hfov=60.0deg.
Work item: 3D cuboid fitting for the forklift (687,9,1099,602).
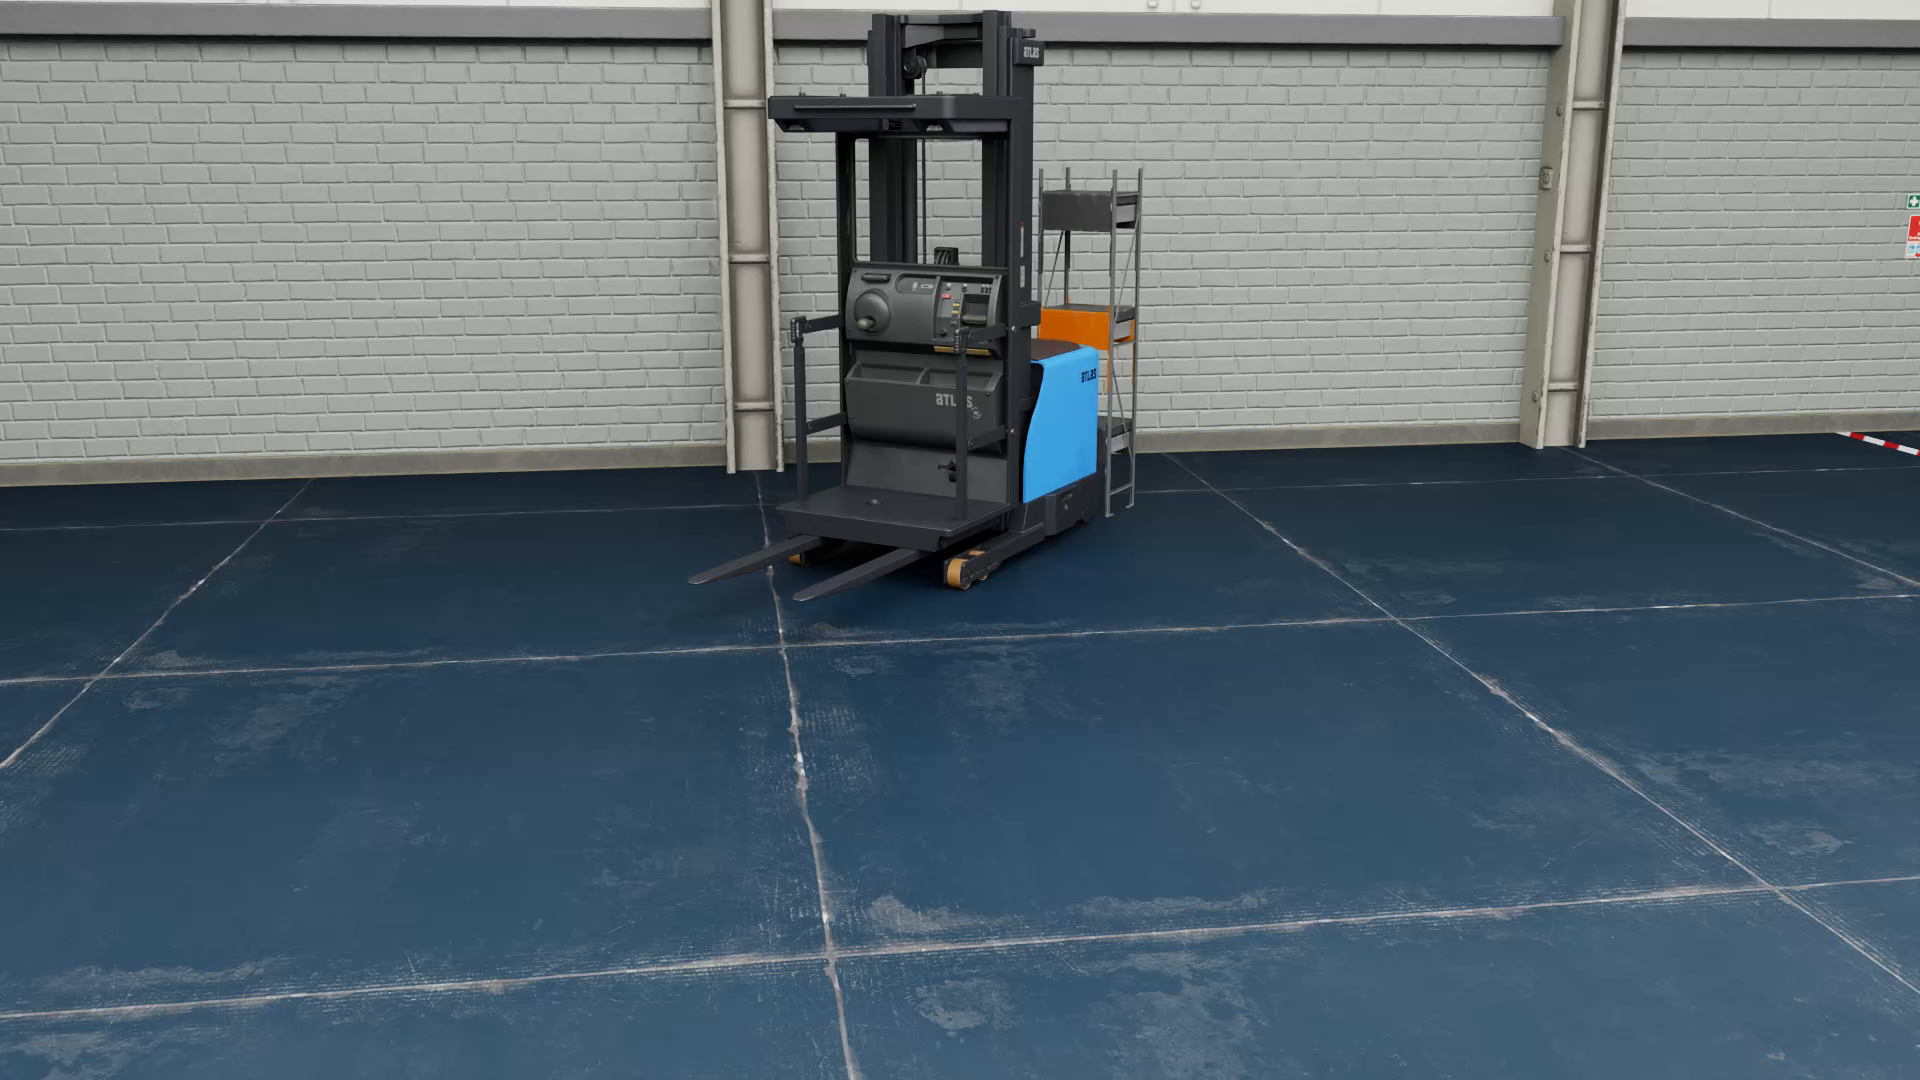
[{"bbox_3d":[-0.301,-1.287,8.828,1.130,2.935,3.031,8,16,28],"label":"forklift"}]

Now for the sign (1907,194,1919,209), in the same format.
[{"bbox_3d":[7.413,-2.596,12.745,0.331,0.109,0.001,-2,14,-8],"label":"sign"}]

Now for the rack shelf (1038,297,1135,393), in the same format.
[{"bbox_3d":[0.791,-1.212,10.295,0.480,0.518,0.431,8,16,29],"label":"rack shelf"}]

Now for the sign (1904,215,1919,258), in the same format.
[{"bbox_3d":[7.408,-2.341,12.817,0.234,0.329,0.001,-2,14,-8],"label":"sign"}]

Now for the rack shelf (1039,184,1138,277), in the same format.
[{"bbox_3d":[0.791,-1.891,10.125,0.480,0.518,0.431,8,16,29],"label":"rack shelf"}]

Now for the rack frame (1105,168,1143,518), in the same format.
[{"bbox_3d":[1.002,-1.196,10.174,0.015,2.100,0.400,8,16,29],"label":"rack frame"}]

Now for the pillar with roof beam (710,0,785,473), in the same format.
[{"bbox_3d":[-0.806,-3.839,6.530,0.400,9.000,9.100,-2,14,-8],"label":"pillar with roof beam"}]

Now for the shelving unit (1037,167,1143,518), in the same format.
[{"bbox_3d":[0.791,-1.225,10.292,0.503,2.100,0.431,8,16,29],"label":"shelving unit"}]

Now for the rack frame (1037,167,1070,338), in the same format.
[{"bbox_3d":[0.579,-1.255,10.410,0.015,2.100,0.400,8,16,29],"label":"rack frame"}]

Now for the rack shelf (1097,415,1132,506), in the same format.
[{"bbox_3d":[0.791,-0.533,10.465,0.480,0.518,0.431,8,16,29],"label":"rack shelf"}]

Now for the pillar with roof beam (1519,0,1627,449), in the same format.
[{"bbox_3d":[5.127,-4.056,7.397,0.400,9.000,9.100,-2,14,-8],"label":"pillar with roof beam"}]
